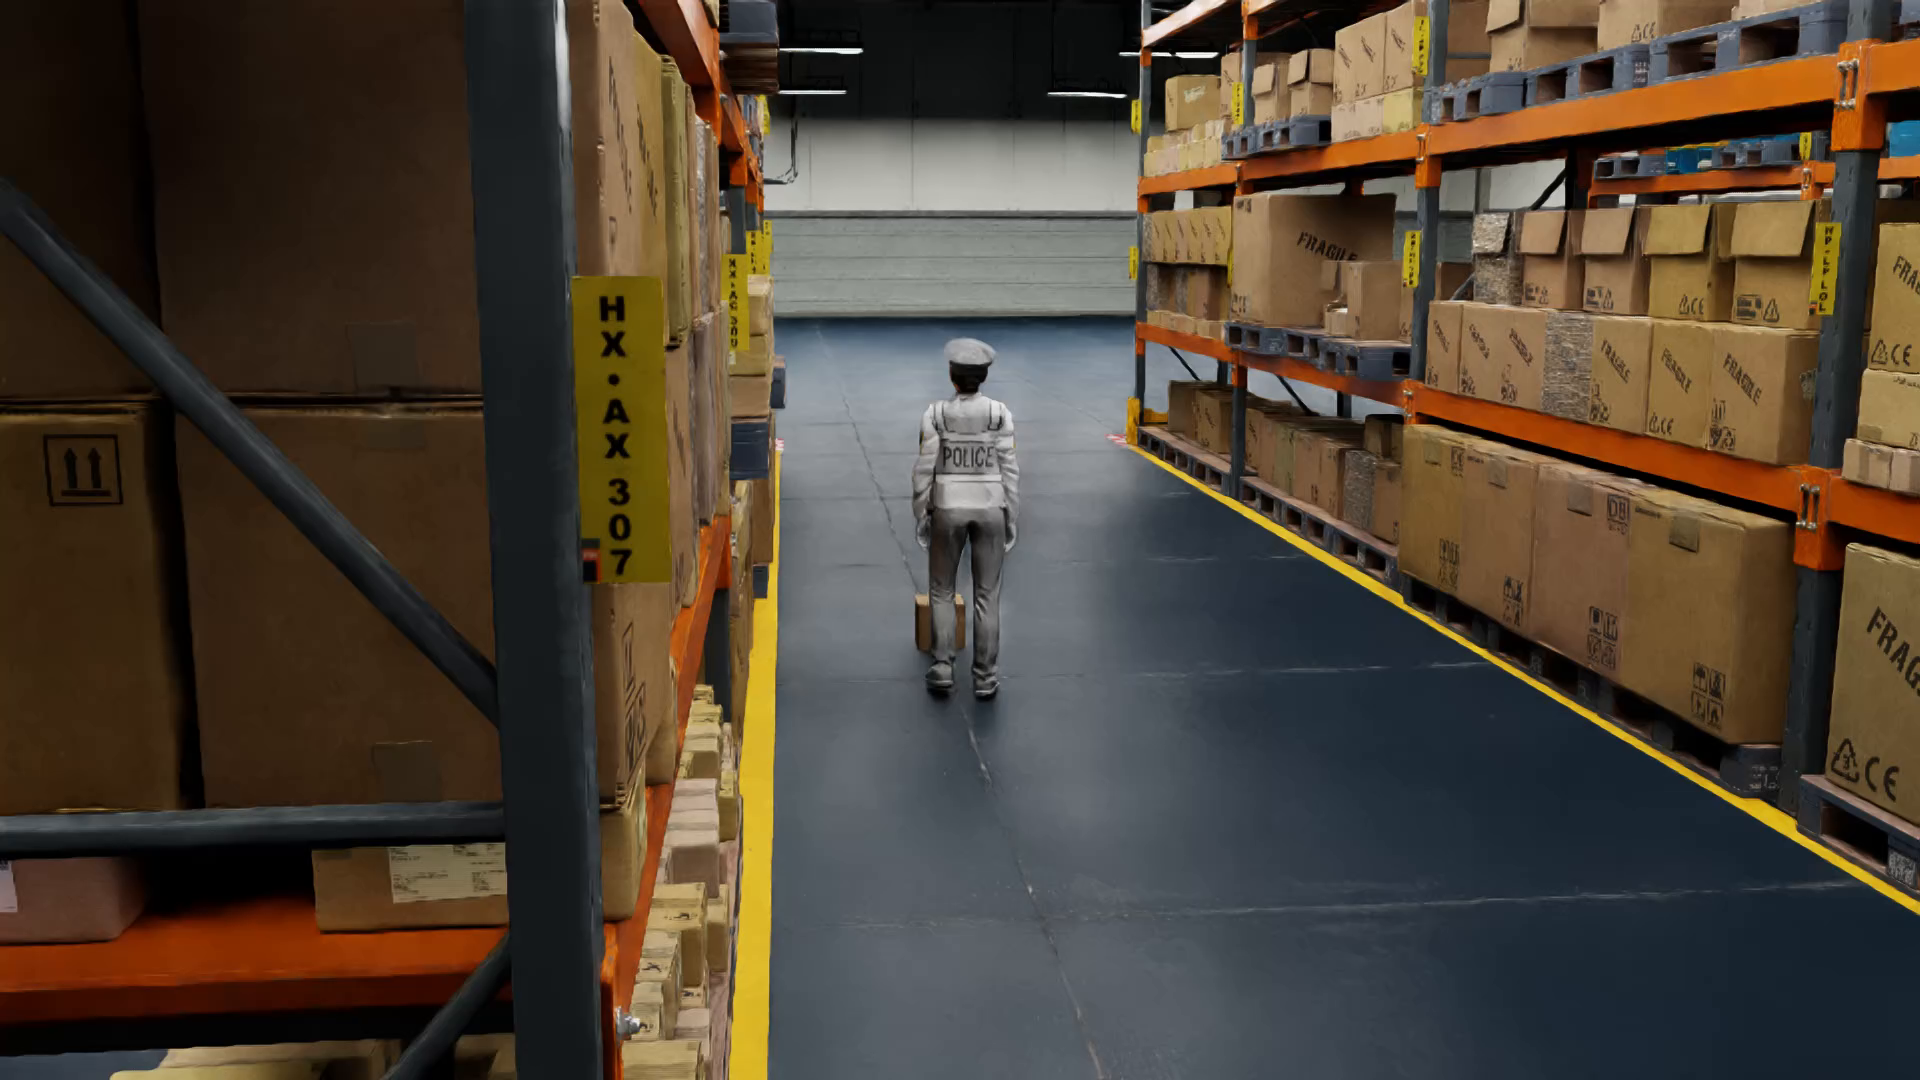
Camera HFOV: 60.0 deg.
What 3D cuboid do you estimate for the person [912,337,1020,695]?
[{"bbox_3d":[0.028,-0.112,7.893,0.507,1.683,0.363,0,10,-2],"label":"person"}]
